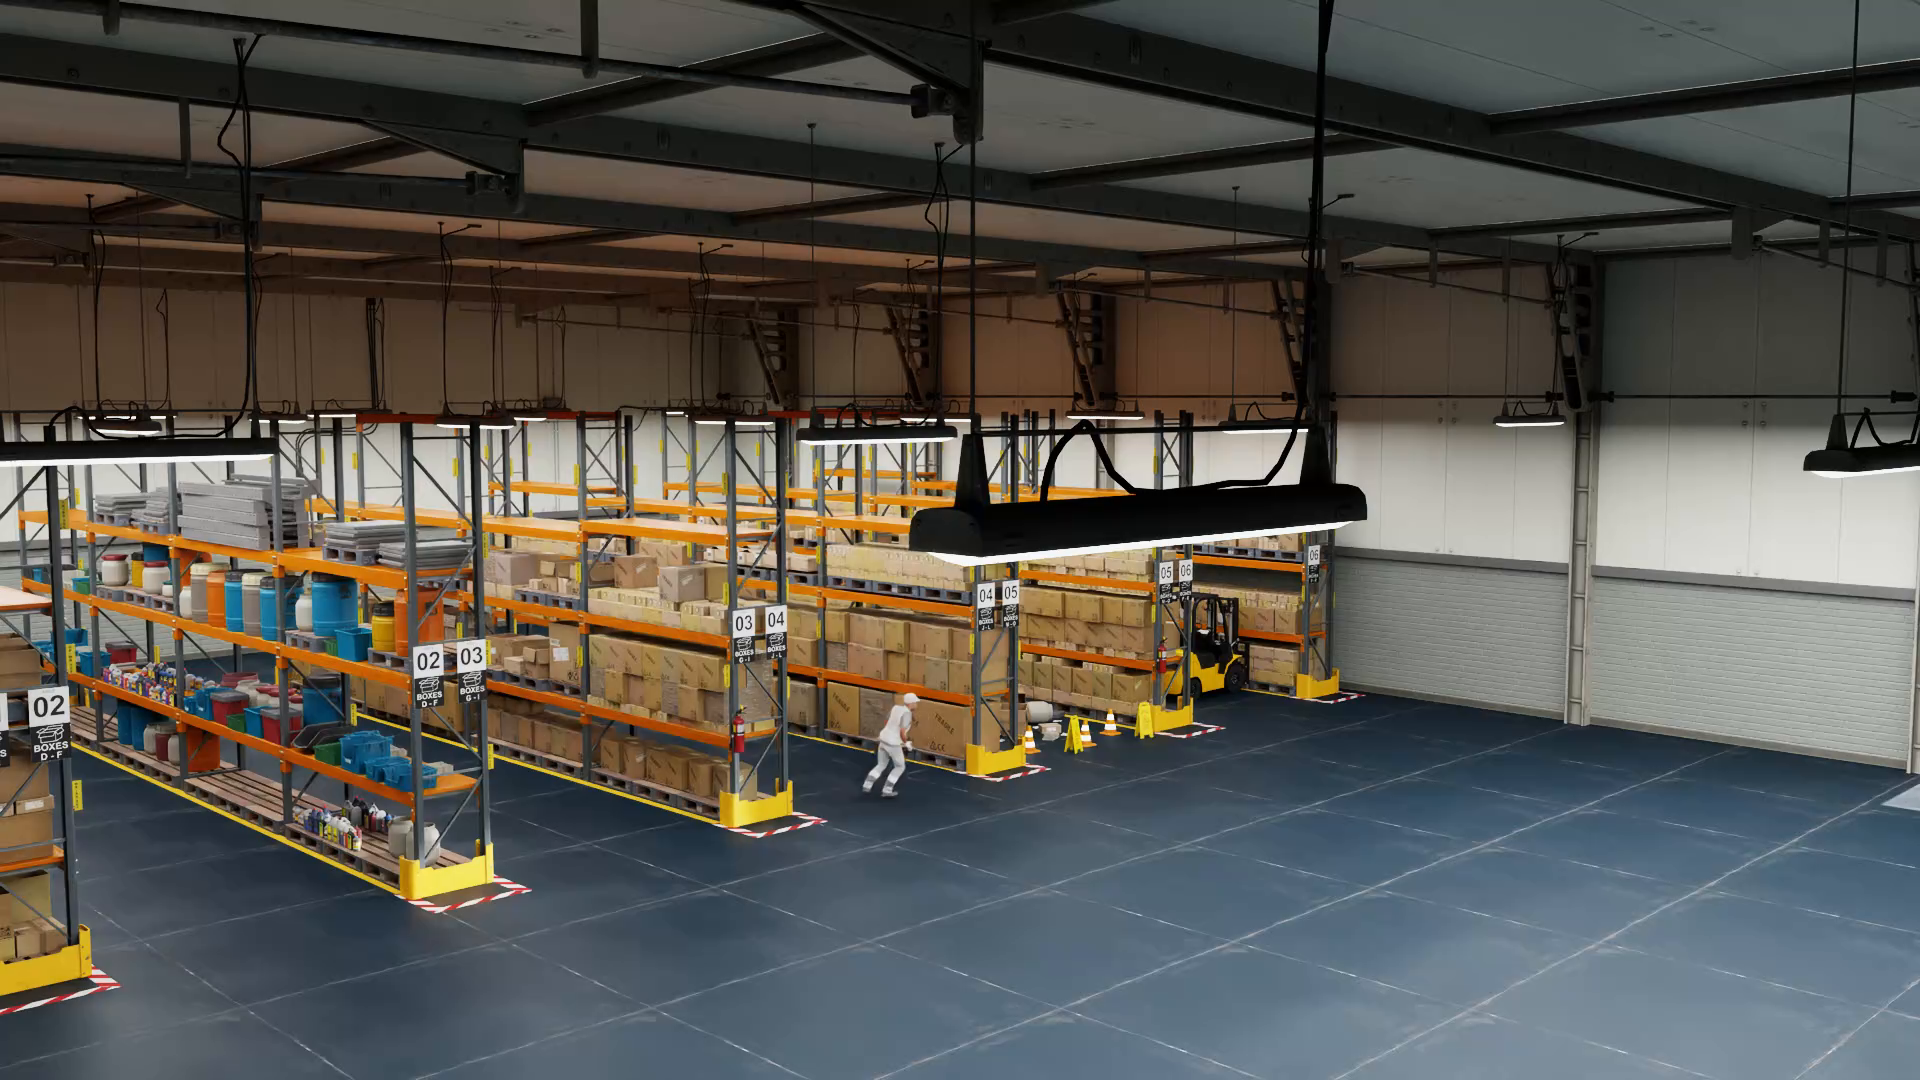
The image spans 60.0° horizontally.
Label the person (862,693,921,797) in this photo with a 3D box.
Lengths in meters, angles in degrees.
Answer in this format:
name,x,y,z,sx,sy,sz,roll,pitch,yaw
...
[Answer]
name,x,y,z,sx,sy,sz,roll,pitch,yaw
person,-1.082,3.240,26.248,0.913,1.635,0.670,-3,6,-35
